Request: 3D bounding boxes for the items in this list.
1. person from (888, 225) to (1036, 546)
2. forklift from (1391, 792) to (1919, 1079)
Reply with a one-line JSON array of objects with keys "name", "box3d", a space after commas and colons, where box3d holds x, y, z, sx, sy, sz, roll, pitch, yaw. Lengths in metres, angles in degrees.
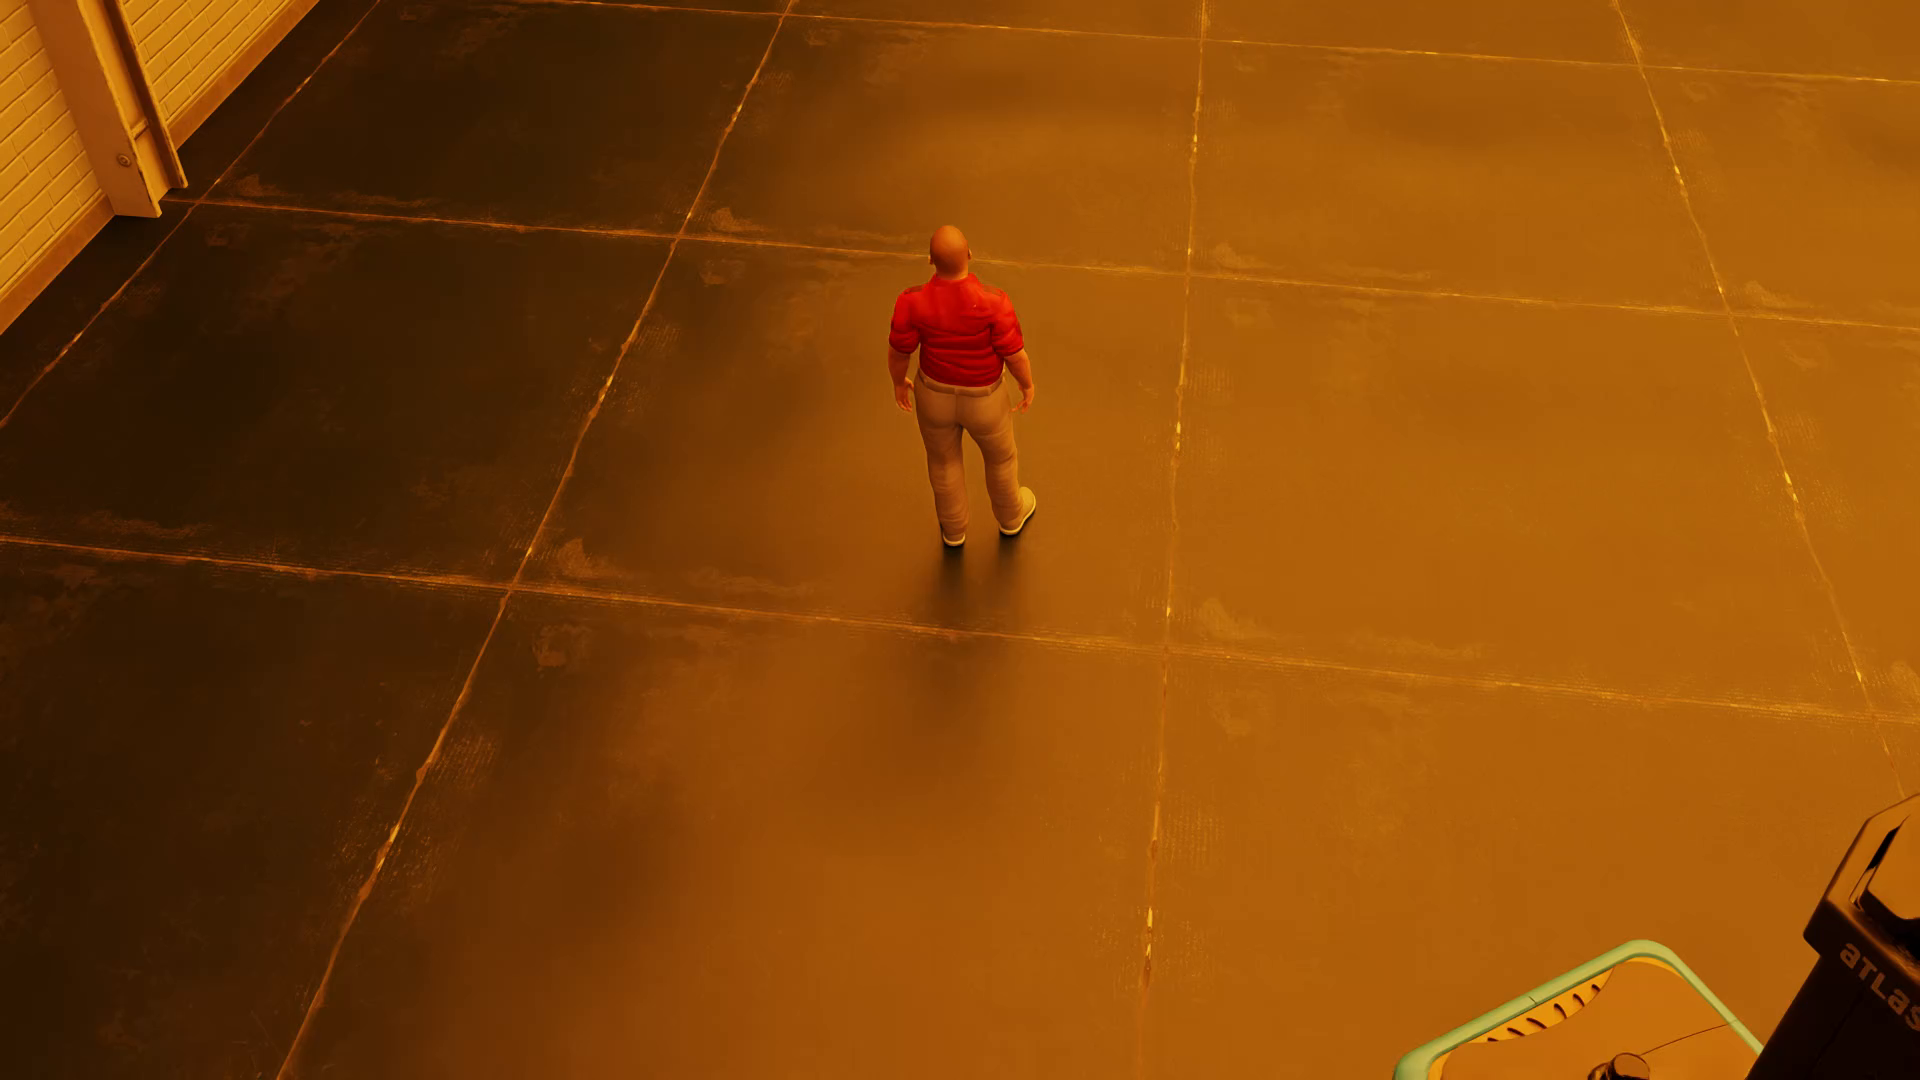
[{"name": "person", "box3d": [0.024, -0.701, 7.366, 0.640, 1.727, 0.551, 5, 43, 6]}, {"name": "forklift", "box3d": [2.327, 1.933, 3.620, 1.130, 2.935, 3.031, -19, 46, -19]}]
